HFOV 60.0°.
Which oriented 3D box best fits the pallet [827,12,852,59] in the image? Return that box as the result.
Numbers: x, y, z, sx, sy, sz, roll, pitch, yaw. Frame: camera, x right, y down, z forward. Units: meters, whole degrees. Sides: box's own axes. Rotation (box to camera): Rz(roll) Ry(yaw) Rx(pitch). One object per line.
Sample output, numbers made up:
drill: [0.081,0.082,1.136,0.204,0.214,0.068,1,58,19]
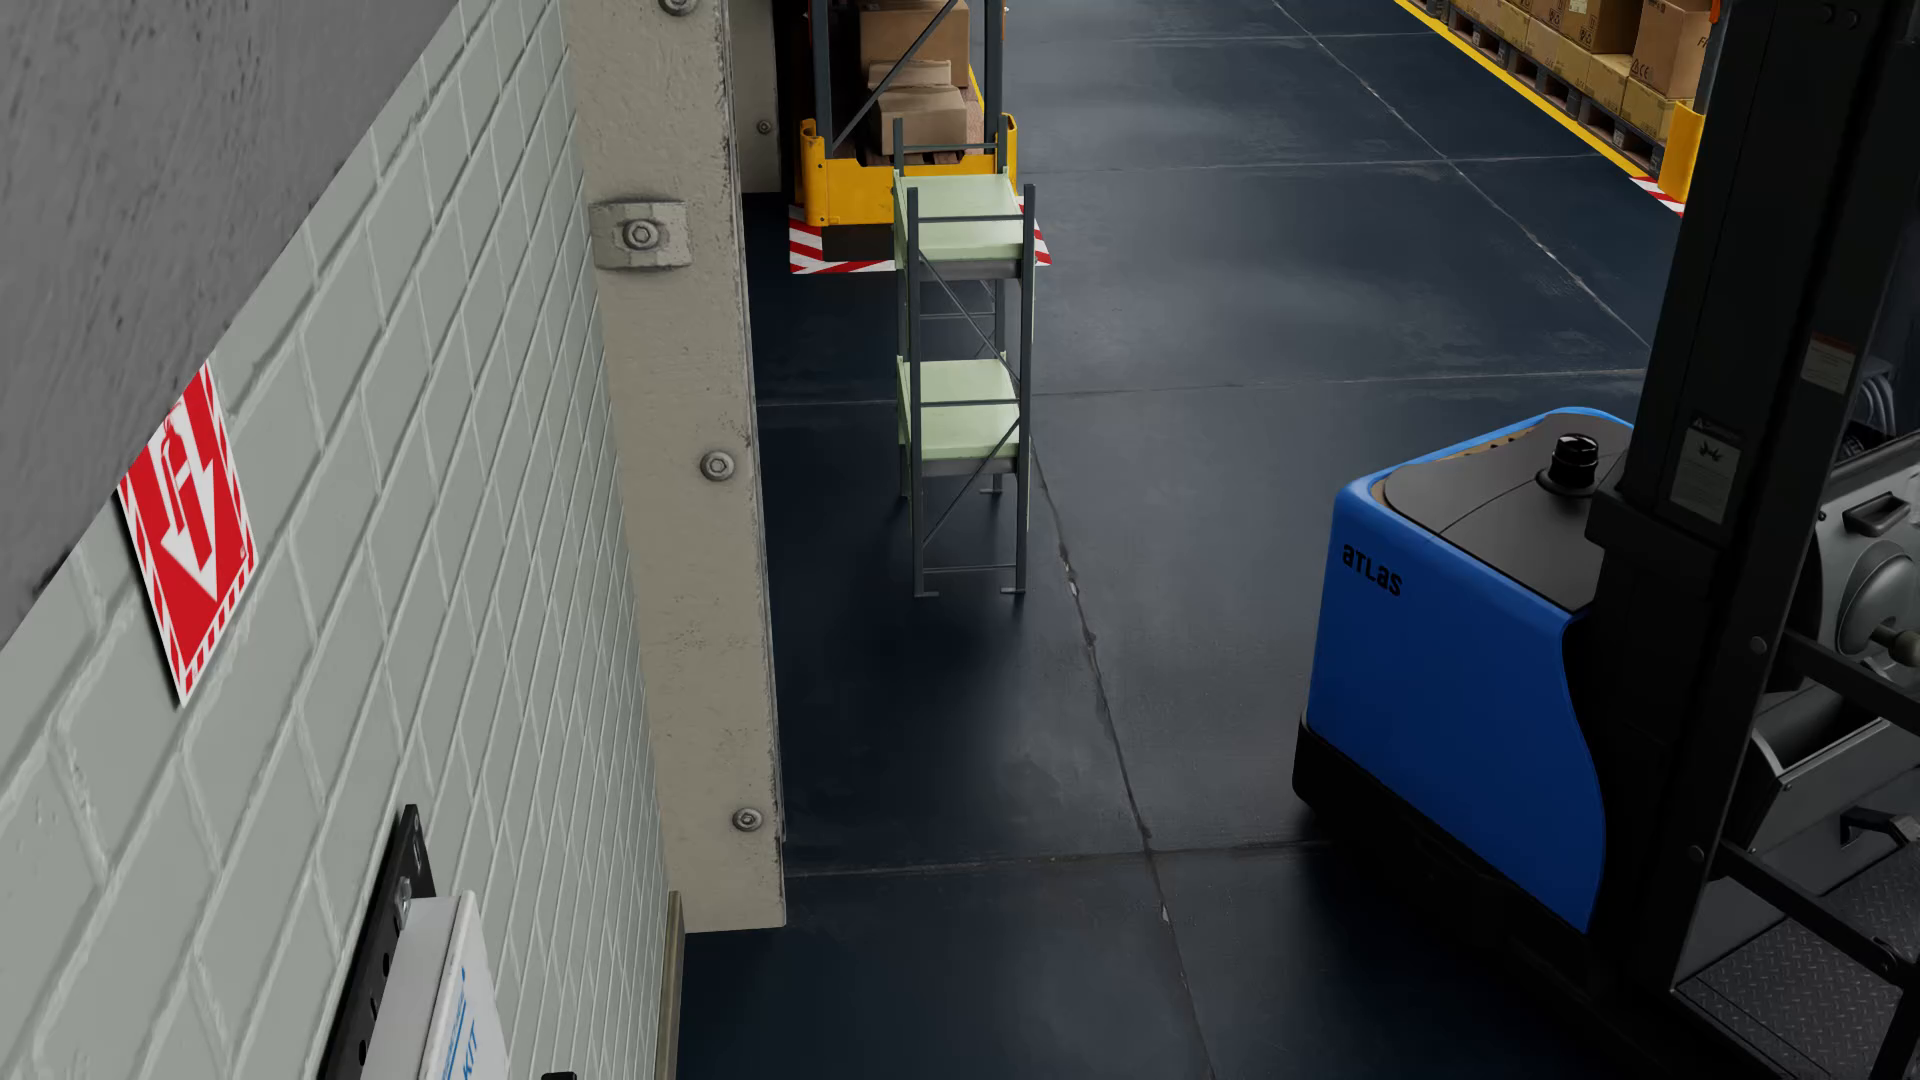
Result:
pallet: [-0.553,-3.588,12.051,1.003,0.211,1.213,-3,31,-5]

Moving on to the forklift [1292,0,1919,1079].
forklift: [2.191,0.024,3.351,1.130,2.935,3.031,-18,35,-27]

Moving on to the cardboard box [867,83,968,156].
cardboard box: [-0.252,-2.476,9.663,0.500,0.311,0.500,-6,31,-10]

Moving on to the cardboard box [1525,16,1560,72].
cardboard box: [4.158,-3.348,11.202,0.500,0.250,0.500,-3,31,-5]

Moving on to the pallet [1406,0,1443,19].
pallet: [4.173,-4.543,13.649,1.003,0.211,1.213,-3,31,-5]

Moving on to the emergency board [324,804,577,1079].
emergency board: [-0.450,0.927,1.773,0.194,1.169,0.643,-3,31,-5]

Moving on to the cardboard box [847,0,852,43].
cardboard box: [-0.514,-3.714,11.551,0.500,0.500,0.500,-5,31,-8]

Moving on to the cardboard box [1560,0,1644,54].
cardboard box: [4.200,-3.414,10.582,0.500,0.500,0.500,-3,31,-5]

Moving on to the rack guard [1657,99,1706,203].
rack guard: [4.657,-2.238,9.509,1.175,0.500,0.348,-3,31,-5]

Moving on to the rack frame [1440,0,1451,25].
rack frame: [4.281,-5.365,12.308,1.000,3.000,0.127,-3,31,-5]

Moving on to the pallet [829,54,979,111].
pallet: [-0.436,-2.964,11.006,1.003,0.211,1.213,-3,31,-5]

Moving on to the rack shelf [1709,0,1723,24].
rack shelf: [4.468,-4.036,10.783,1.077,0.370,4.000,-3,31,-5]

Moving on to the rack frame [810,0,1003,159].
rack frame: [-0.277,-3.084,8.488,1.000,3.000,0.127,-3,31,-5]

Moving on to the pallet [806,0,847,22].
pallet: [-0.725,-4.327,13.288,1.003,0.211,1.213,-3,31,-5]

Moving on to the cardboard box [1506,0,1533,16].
cardboard box: [4.106,-3.925,11.436,0.500,0.500,0.500,-3,31,-5]

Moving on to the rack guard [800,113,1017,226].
rack guard: [-0.284,-2.050,9.194,1.175,0.500,0.348,-3,31,-5]

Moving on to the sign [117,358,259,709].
sign: [-0.549,-0.059,1.164,0.001,0.298,0.199,-3,31,-5]

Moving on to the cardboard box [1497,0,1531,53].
cardboard box: [4.106,-3.603,11.629,0.500,0.250,0.500,-3,31,-5]

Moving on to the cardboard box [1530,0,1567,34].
cardboard box: [4.155,-3.670,11.009,0.500,0.500,0.500,-3,31,-5]

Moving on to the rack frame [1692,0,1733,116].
rack frame: [4.655,-3.323,8.889,1.000,3.000,0.127,-3,31,-5]

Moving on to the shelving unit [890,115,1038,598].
shelving unit: [0.001,-0.640,5.860,0.431,1.500,0.755,-3,31,-5]

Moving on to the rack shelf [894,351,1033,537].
rack shelf: [0.001,-0.361,6.027,0.431,0.370,0.720,-3,31,-5]

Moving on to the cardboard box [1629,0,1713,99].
cardboard box: [4.308,-2.905,9.728,0.500,0.500,0.500,-3,31,-5]

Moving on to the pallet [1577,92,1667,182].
pallet: [4.541,-2.515,10.254,1.003,0.211,1.213,-3,31,-5]

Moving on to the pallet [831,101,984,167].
pallet: [-0.325,-2.342,9.965,1.003,0.211,1.213,-3,31,-5]

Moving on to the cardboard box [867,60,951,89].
cardboard box: [-0.305,-2.767,10.151,0.500,0.311,0.500,0,31,0]

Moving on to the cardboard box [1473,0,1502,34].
cardboard box: [4.064,-3.859,12.057,0.500,0.250,0.500,-3,31,-5]

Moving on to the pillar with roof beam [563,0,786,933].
pillar with roof beam: [3.643,-3.118,2.695,9.100,9.000,0.400,-3,31,-5]

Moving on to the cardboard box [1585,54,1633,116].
cardboard box: [4.252,-2.837,10.347,0.500,0.250,0.500,-3,31,-5]

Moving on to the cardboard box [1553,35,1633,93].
cardboard box: [4.203,-3.093,10.774,0.500,0.250,0.500,-3,31,-5]

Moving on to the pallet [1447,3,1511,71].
pallet: [4.313,-3.760,12.340,1.003,0.211,1.213,-3,31,-5]

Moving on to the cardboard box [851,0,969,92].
cardboard box: [-0.324,-3.225,10.733,0.700,0.500,0.500,-5,31,-8]

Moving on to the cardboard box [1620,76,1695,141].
cardboard box: [4.310,-2.583,9.921,0.500,0.250,0.500,-3,31,-5]

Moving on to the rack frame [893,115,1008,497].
rack frame: [-0.034,-0.827,6.173,0.400,1.500,0.023,-3,31,-5]

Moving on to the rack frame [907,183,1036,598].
rack frame: [0.035,-0.454,5.547,0.400,1.500,0.023,-3,31,-5]

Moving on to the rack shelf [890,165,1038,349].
rack shelf: [0.001,-0.976,5.660,0.431,0.370,0.720,-3,31,-5]

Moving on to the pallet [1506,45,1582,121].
pallet: [4.431,-3.136,11.294,1.003,0.211,1.213,-3,31,-5]

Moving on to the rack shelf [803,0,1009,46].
rack shelf: [-0.464,-3.796,10.382,1.077,0.370,4.000,-3,31,-5]

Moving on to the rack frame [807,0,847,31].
rack frame: [-0.651,-5.126,11.907,1.000,3.000,0.127,-3,31,-5]

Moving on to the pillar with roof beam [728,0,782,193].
pillar with roof beam: [3.082,-6.182,7.824,9.100,9.000,0.400,-3,31,-5]

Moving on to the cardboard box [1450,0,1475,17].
cardboard box: [4.022,-4.114,12.484,0.500,0.250,0.500,-3,31,-5]
